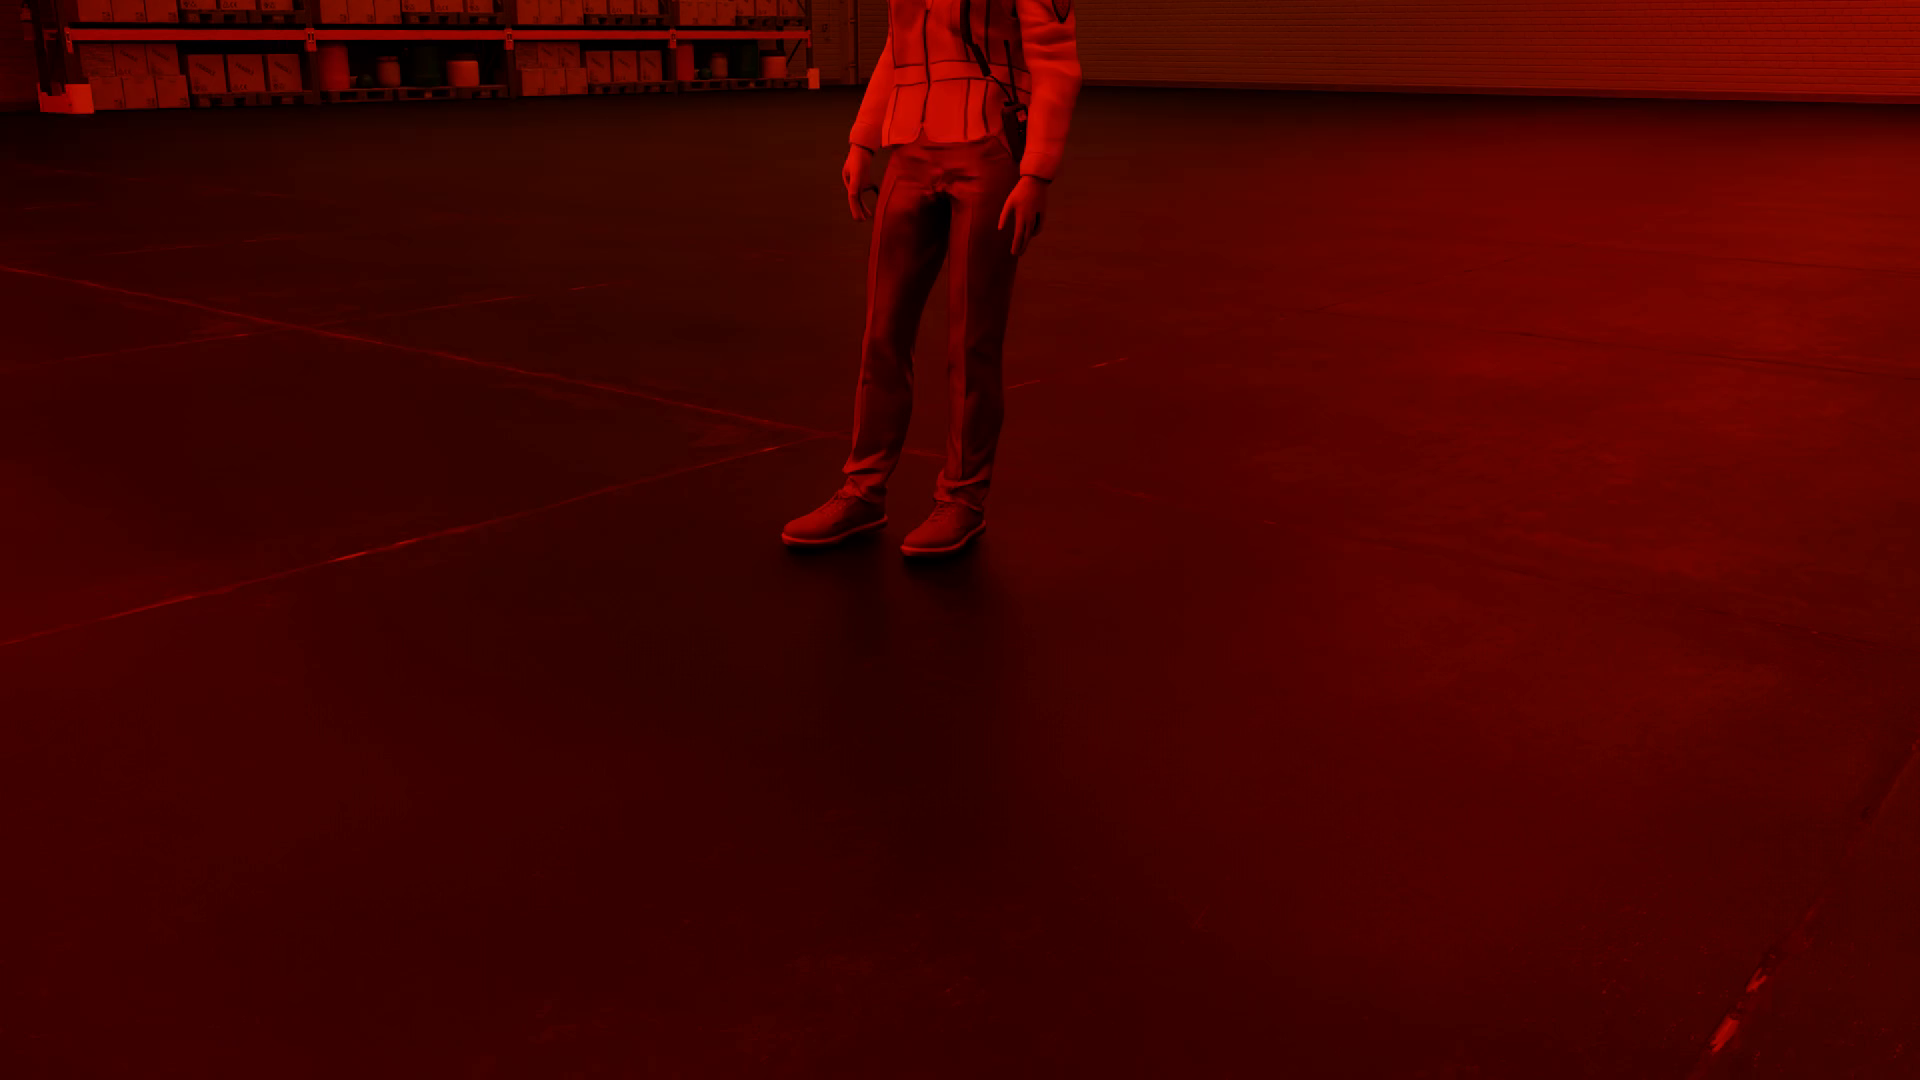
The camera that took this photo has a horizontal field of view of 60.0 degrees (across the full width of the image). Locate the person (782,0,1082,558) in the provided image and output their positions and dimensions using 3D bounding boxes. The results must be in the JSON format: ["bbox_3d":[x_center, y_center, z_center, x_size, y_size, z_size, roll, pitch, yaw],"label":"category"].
[{"bbox_3d":[-0.050,-0.804,3.647,0.586,1.694,0.530,13,21,37],"label":"person"}]
